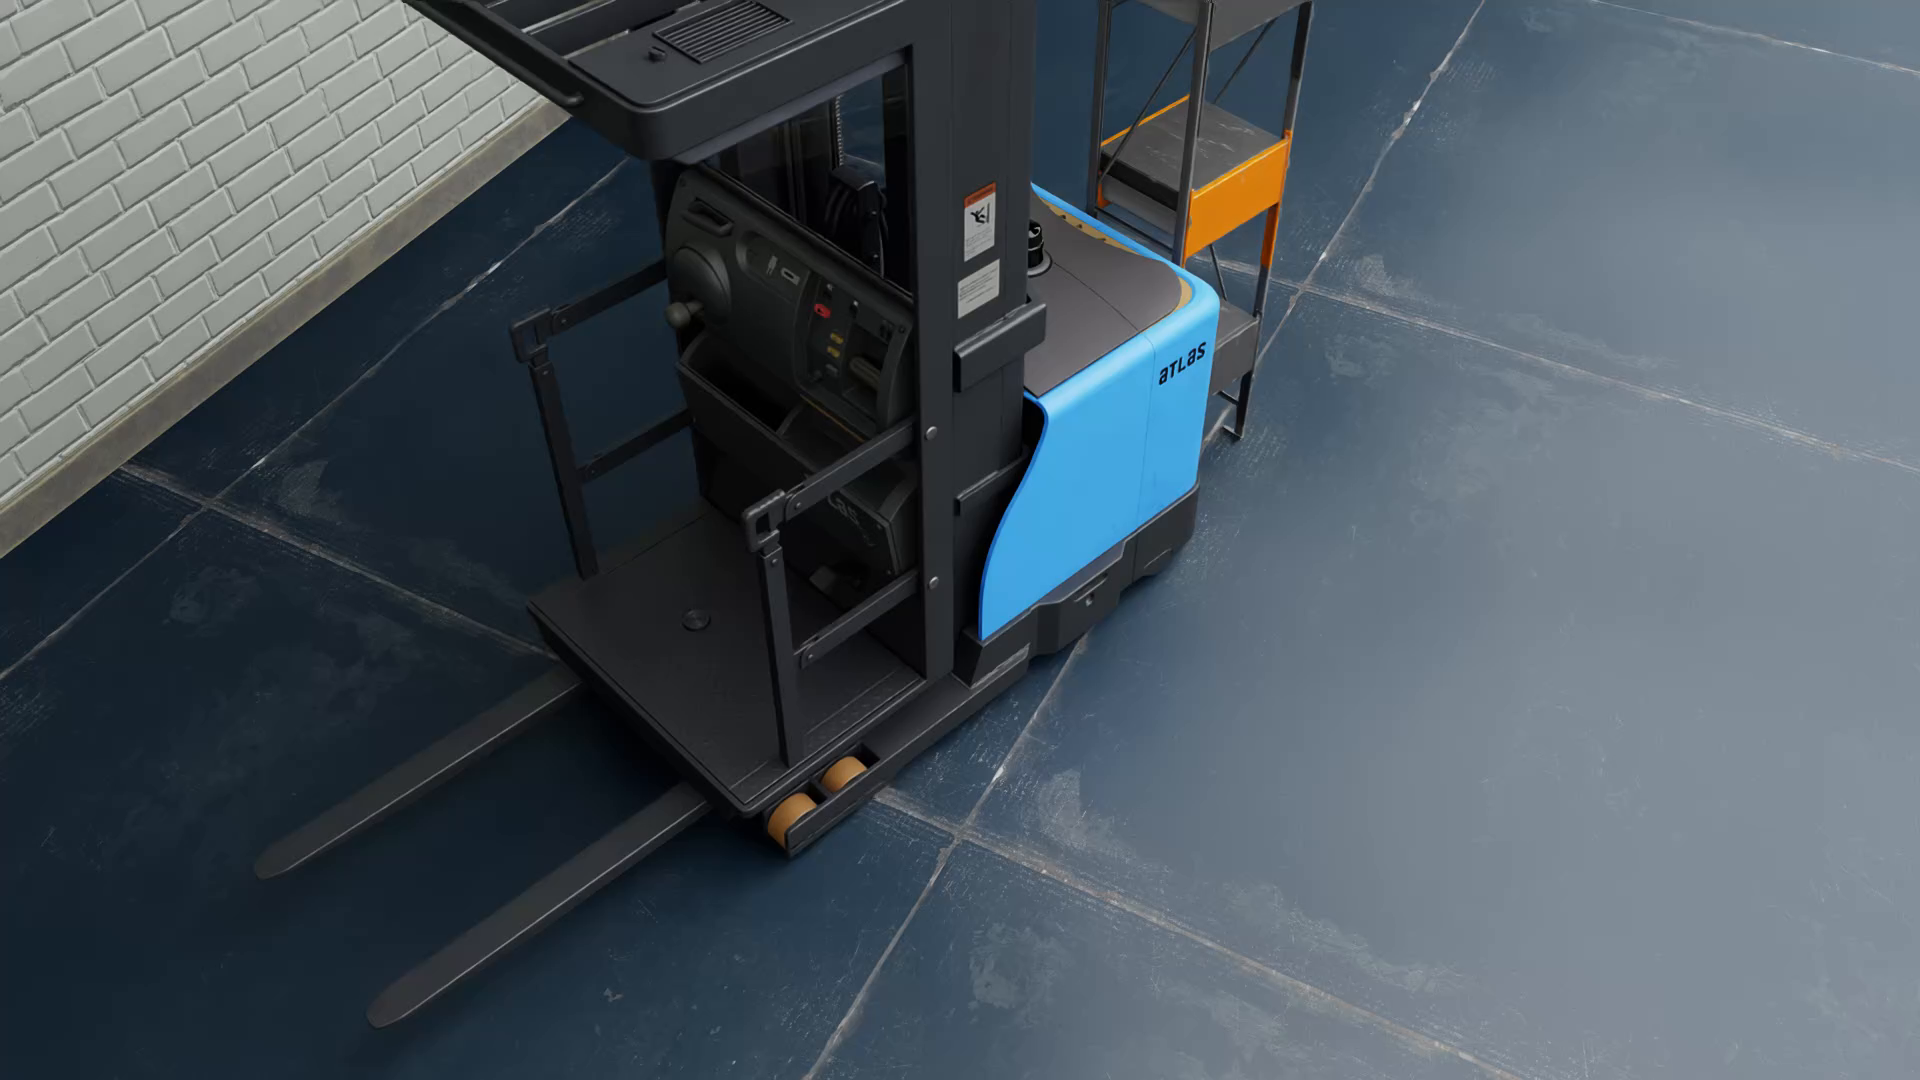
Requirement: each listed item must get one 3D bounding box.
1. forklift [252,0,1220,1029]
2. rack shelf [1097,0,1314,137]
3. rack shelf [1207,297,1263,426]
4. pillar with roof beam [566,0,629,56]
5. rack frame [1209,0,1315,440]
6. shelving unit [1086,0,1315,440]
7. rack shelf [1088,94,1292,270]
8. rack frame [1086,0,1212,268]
[{"bbox_3d":[-0.615,-0.548,4.231,3.031,2.935,1.130,-34,54,-29],"label":"forklift"},{"bbox_3d":[0.723,-1.574,4.865,0.480,0.518,0.431,-34,54,-29],"label":"rack shelf"},{"bbox_3d":[0.723,-0.590,5.860,0.480,0.518,0.431,-34,54,-29],"label":"rack shelf"},{"bbox_3d":[2.271,-3.858,3.236,9.100,9.000,0.400,20,49,19],"label":"pillar with roof beam"},{"bbox_3d":[0.900,-1.212,5.471,0.015,2.100,0.400,-34,54,-29],"label":"rack frame"},{"bbox_3d":[0.723,-1.092,5.353,0.503,2.100,0.431,-34,54,-29],"label":"shelving unit"},{"bbox_3d":[0.723,-1.082,5.362,0.480,0.518,0.431,-34,54,-29],"label":"rack shelf"},{"bbox_3d":[0.547,-0.972,5.234,0.015,2.100,0.400,-34,54,-29],"label":"rack frame"}]
